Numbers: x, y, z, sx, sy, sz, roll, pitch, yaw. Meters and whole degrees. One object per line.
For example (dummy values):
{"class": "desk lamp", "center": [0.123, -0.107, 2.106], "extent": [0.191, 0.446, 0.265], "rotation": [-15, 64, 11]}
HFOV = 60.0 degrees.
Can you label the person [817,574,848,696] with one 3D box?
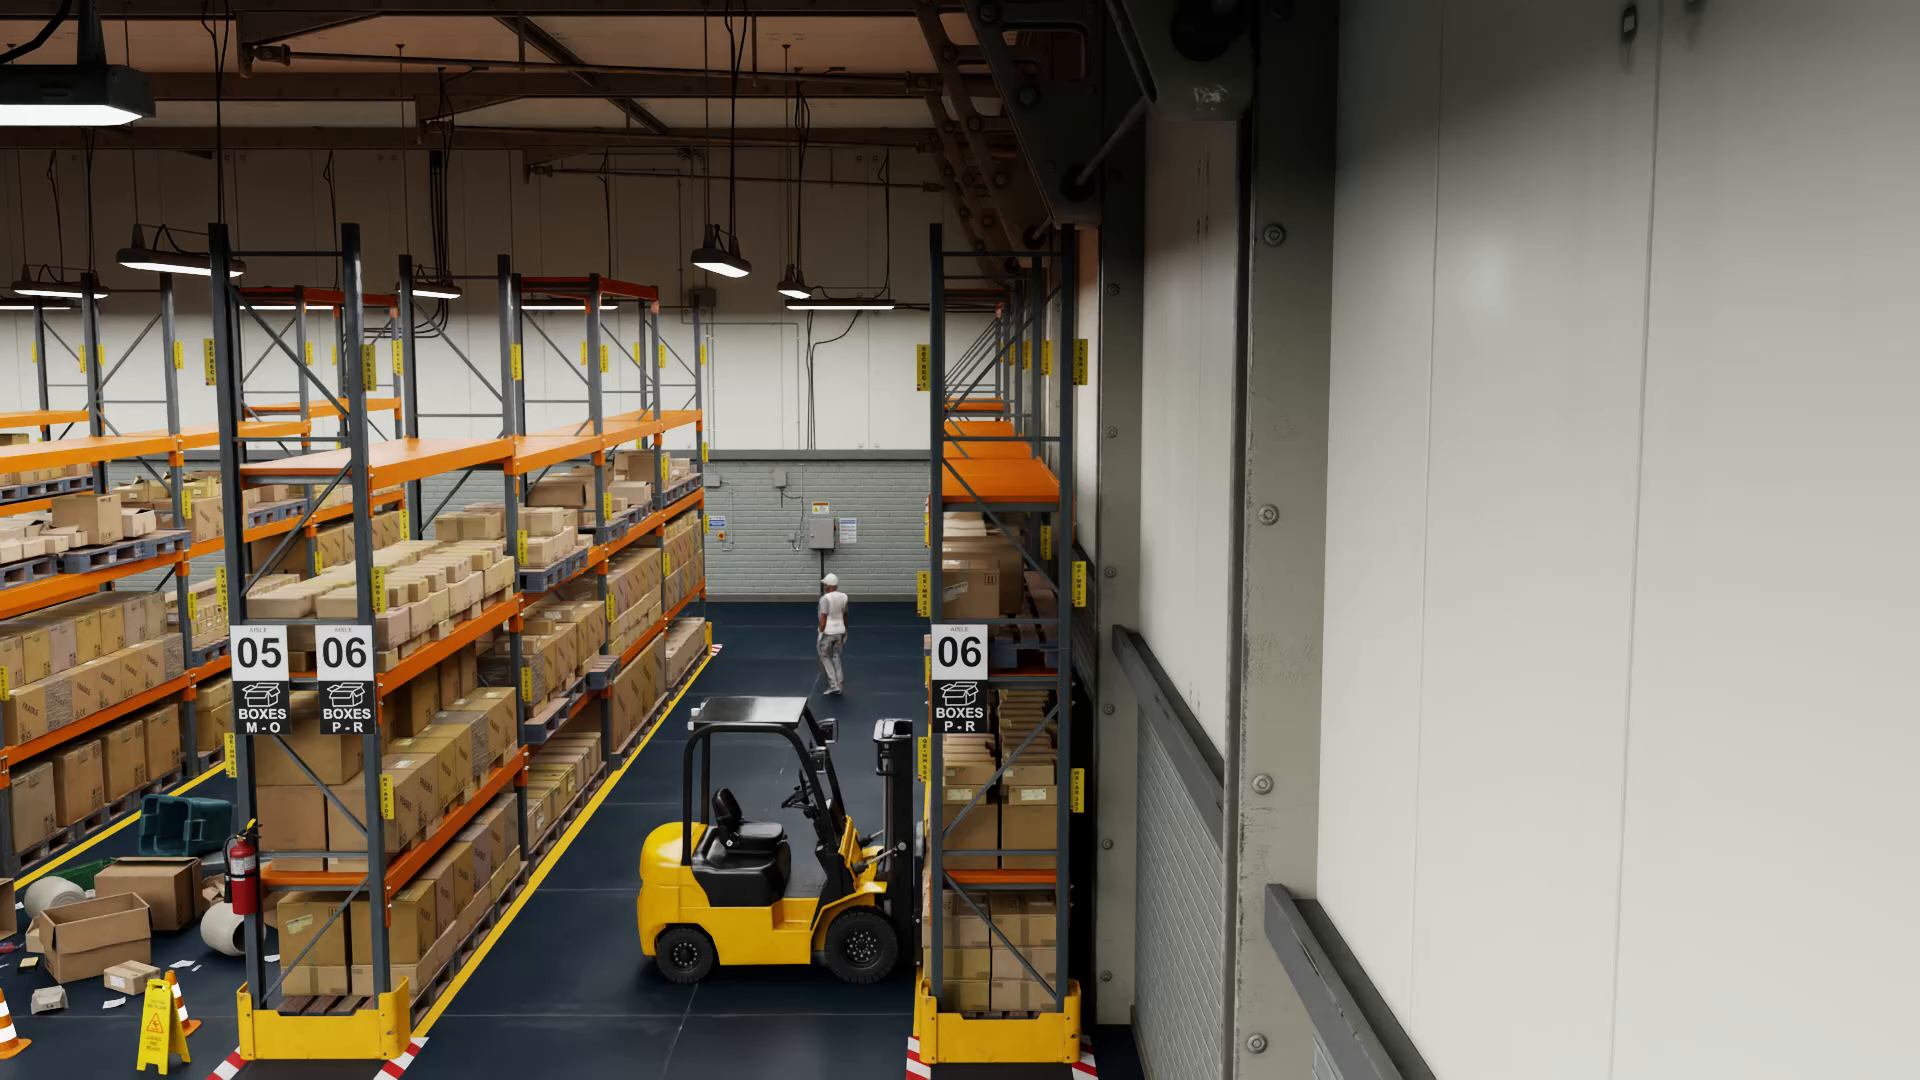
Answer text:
{"class": "person", "center": [-1.892, 1.418, 24.755], "extent": [0.426, 1.835, 0.612], "rotation": [6, 9, 43]}
